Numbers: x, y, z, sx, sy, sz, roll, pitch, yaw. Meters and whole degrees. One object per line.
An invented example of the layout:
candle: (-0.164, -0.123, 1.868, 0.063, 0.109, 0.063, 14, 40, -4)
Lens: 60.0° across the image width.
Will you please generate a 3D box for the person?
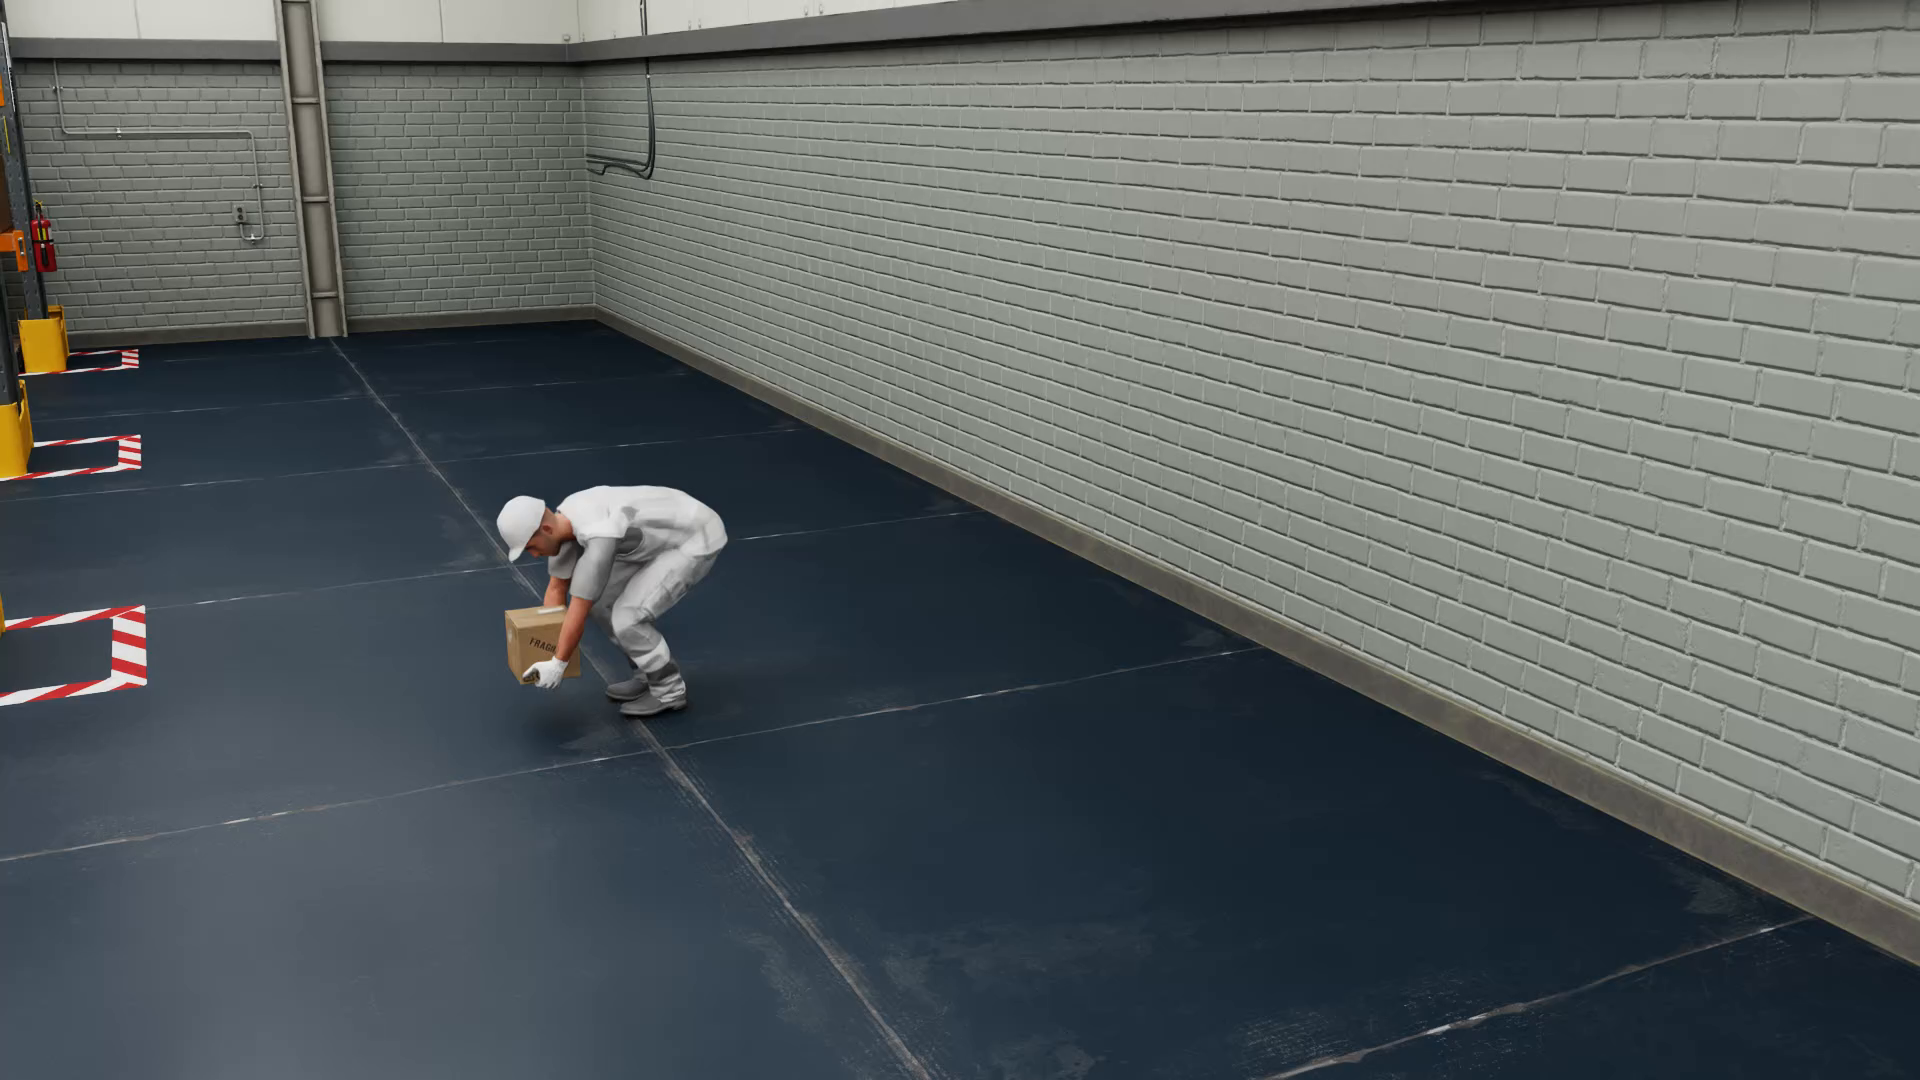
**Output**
person: (-1.459, 0.251, 7.073, 0.956, 0.990, 0.521, -8, 17, -27)
